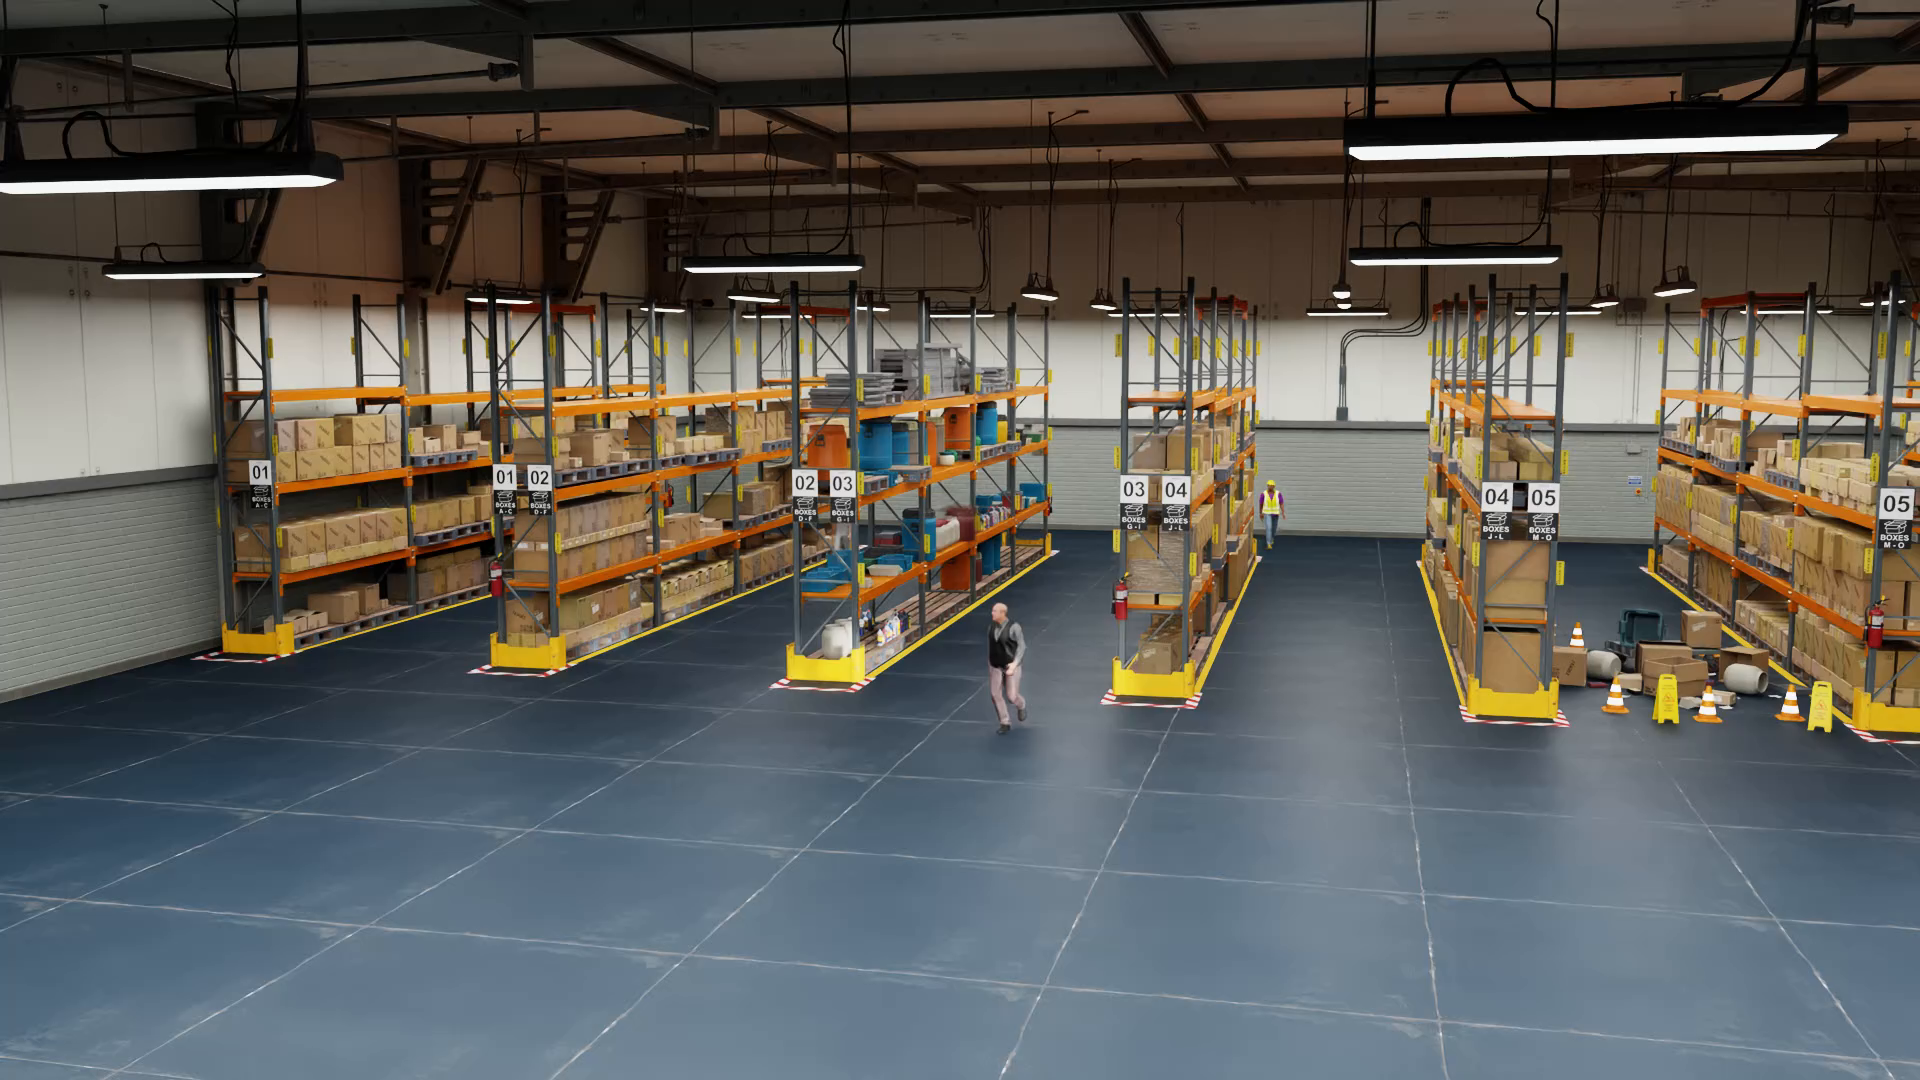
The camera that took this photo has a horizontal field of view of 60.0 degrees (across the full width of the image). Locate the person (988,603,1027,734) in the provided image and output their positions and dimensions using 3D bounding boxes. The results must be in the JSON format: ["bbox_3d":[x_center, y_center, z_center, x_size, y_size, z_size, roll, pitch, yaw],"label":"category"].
[{"bbox_3d":[0.616,1.669,21.859,0.597,1.689,0.630,4,8,31],"label":"person"}]

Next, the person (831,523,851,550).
[{"bbox_3d":[-2.671,-0.117,37.370,0.527,1.602,1.029,1,7,9],"label":"person"}]

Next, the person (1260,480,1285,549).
[{"bbox_3d":[7.815,-0.650,41.667,0.574,1.723,1.056,0,7,-2],"label":"person"}]
